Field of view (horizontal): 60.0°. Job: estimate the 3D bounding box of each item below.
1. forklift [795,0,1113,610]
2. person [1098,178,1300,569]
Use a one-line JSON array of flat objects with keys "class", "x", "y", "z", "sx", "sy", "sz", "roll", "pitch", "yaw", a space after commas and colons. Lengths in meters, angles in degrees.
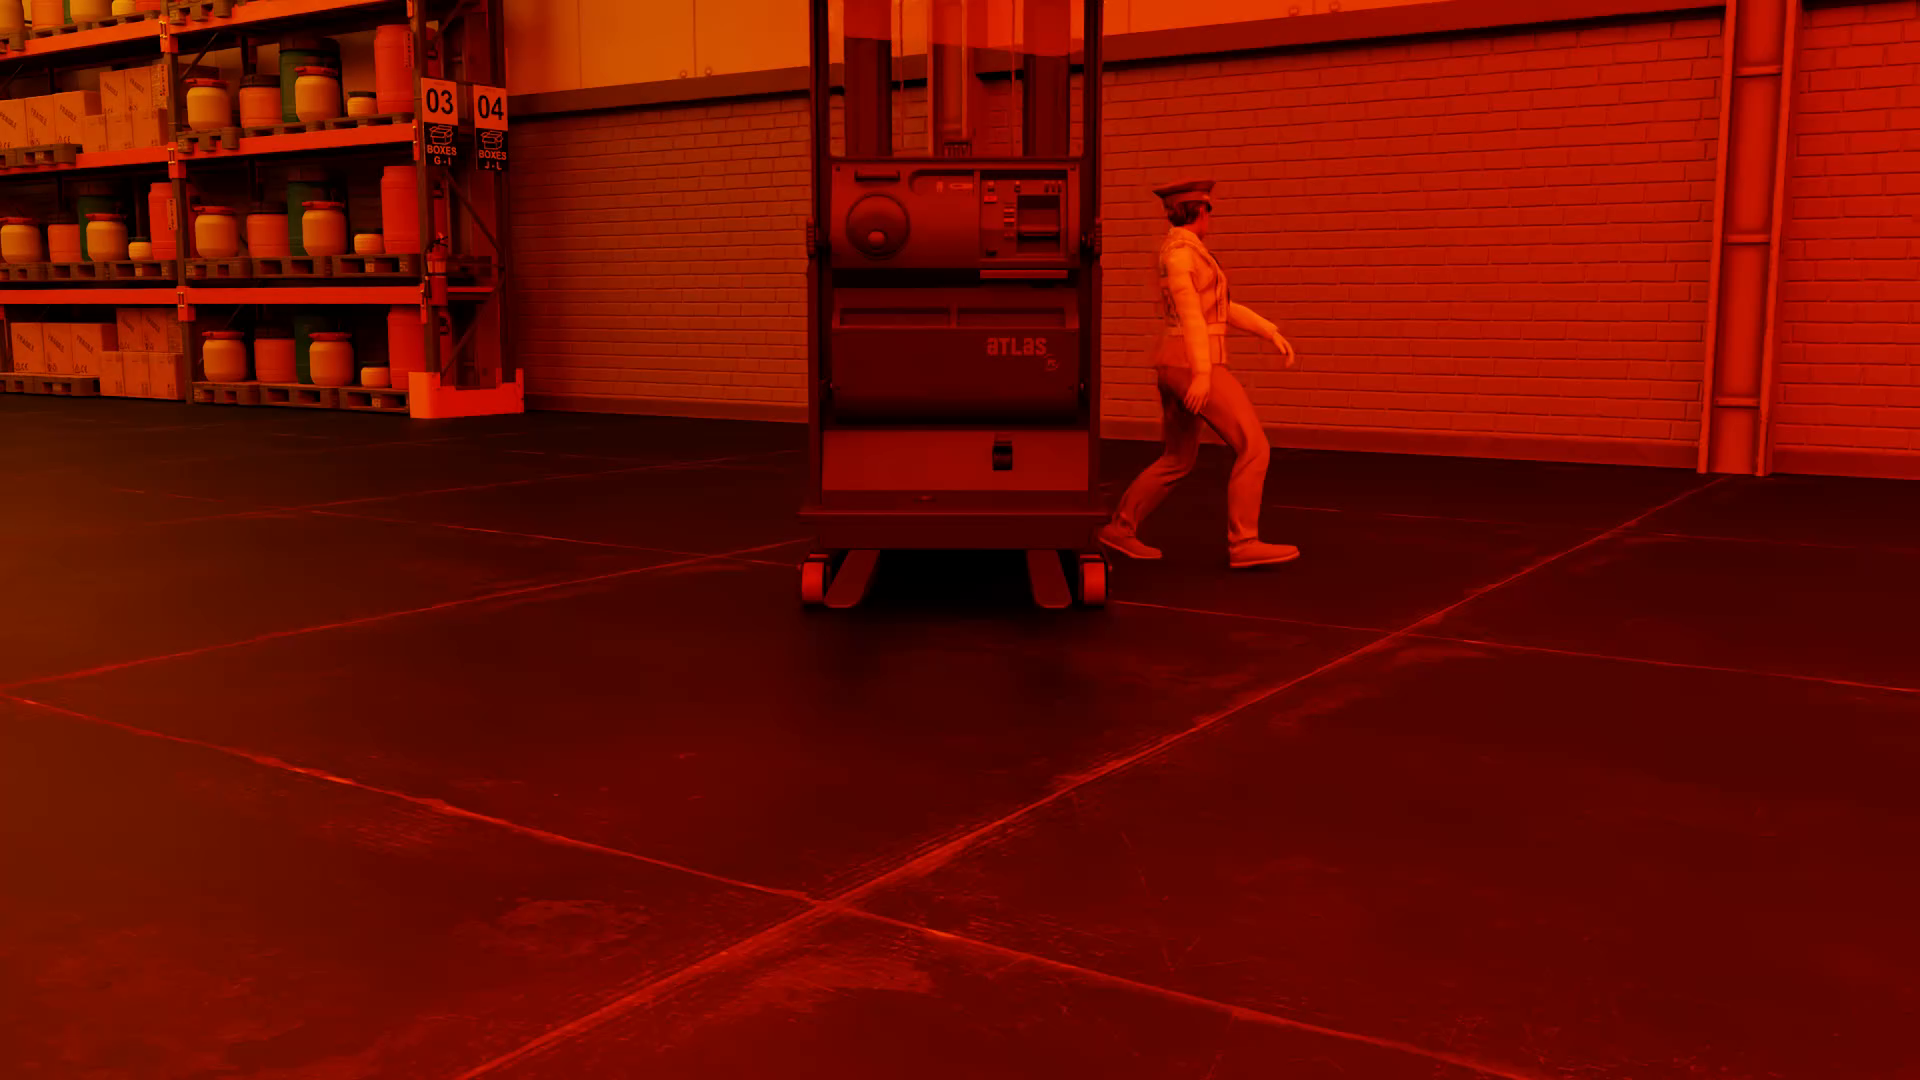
[{"class": "forklift", "x": -0.017, "y": -1.255, "z": 6.015, "sx": 1.130, "sy": 2.935, "sz": 3.031, "roll": 0, "pitch": 8, "yaw": 1}, {"class": "person", "x": 0.984, "y": -0.672, "z": 6.788, "sx": 0.786, "sy": 1.580, "sz": 0.632, "roll": 0, "pitch": 8, "yaw": -2}]
